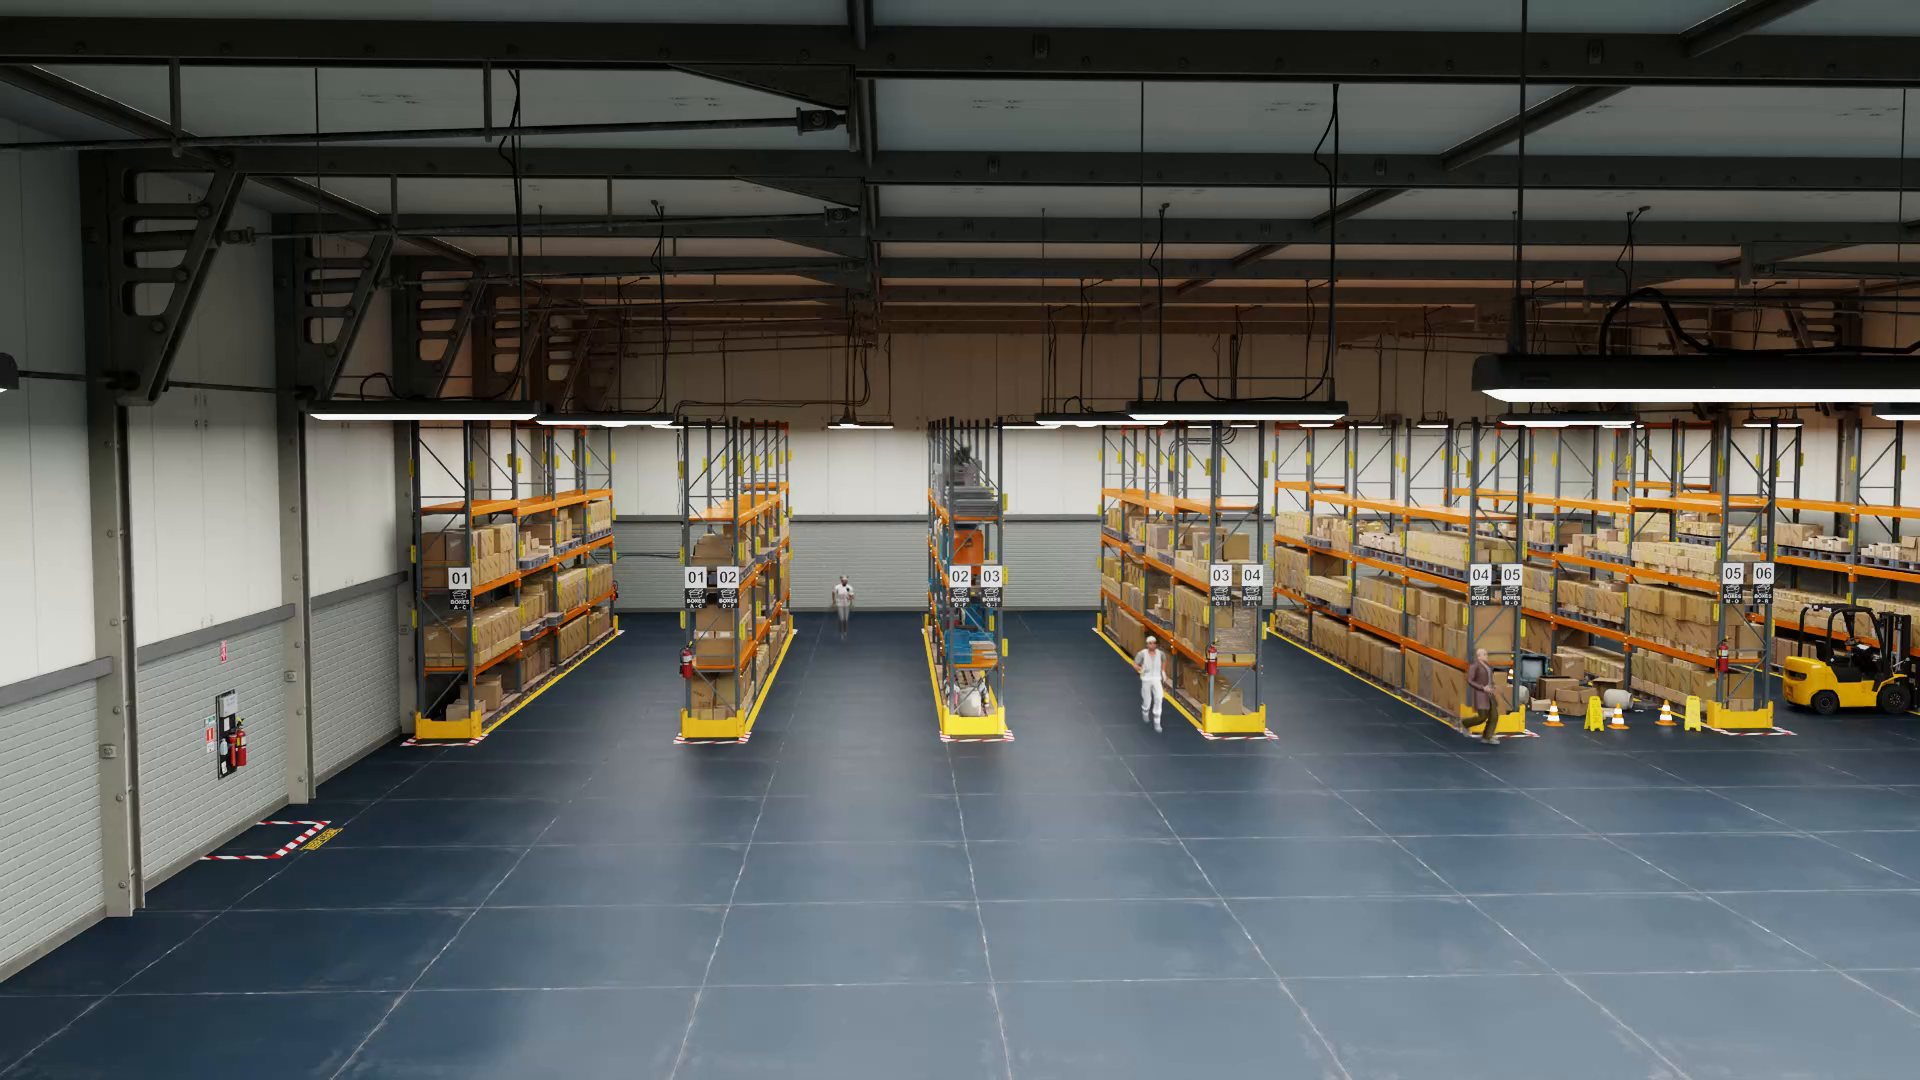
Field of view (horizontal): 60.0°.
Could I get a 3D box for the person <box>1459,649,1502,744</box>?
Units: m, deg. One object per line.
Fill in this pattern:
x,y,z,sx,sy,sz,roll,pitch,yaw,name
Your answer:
9.581,2.862,30.541,0.717,1.732,0.786,-3,5,-39,person

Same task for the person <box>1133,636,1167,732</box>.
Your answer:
3.673,2.737,32.076,0.688,1.799,0.963,0,4,-4,person

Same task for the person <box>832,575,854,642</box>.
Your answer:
-3.086,1.800,44.121,0.537,1.761,0.825,-1,4,-15,person
